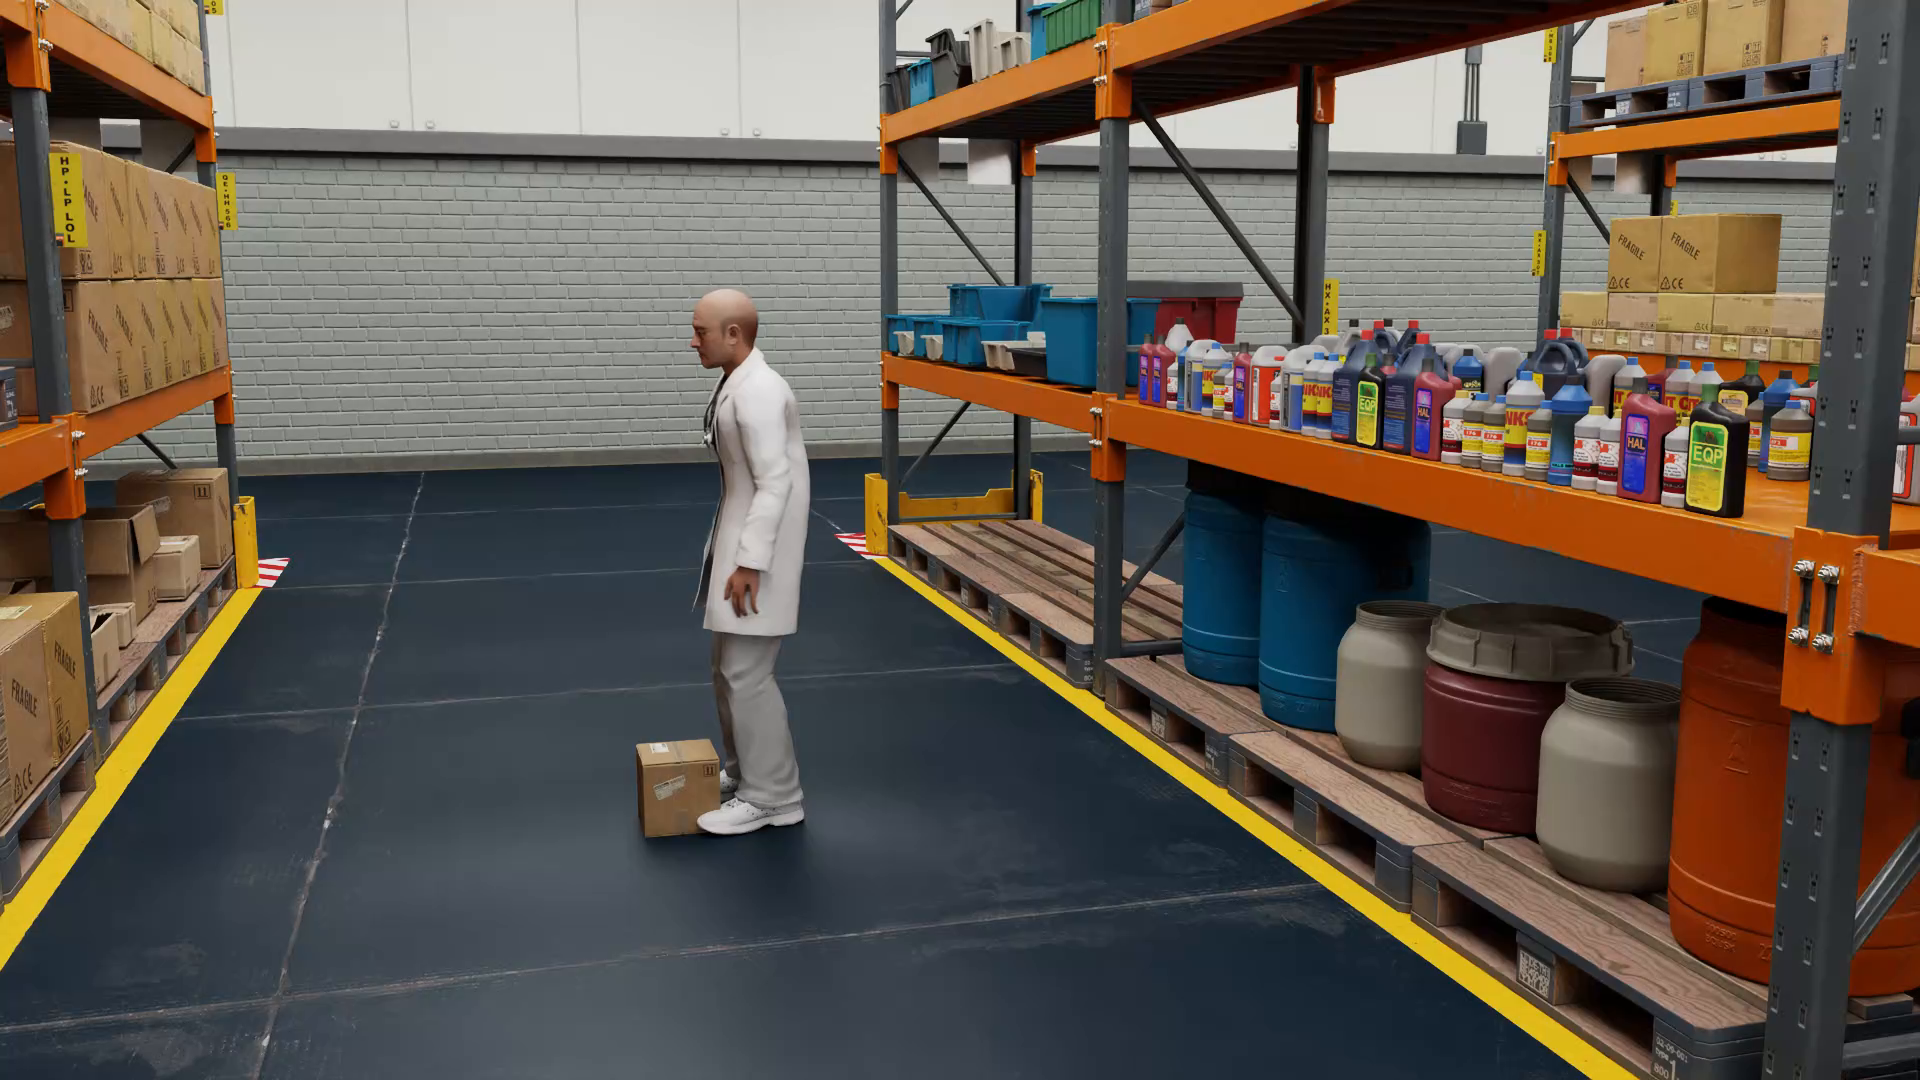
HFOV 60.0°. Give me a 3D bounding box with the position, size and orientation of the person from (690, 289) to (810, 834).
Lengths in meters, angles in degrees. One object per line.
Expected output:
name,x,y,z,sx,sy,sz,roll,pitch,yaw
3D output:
person,-0.713,0.063,5.523,0.421,1.774,0.642,-3,9,-16
